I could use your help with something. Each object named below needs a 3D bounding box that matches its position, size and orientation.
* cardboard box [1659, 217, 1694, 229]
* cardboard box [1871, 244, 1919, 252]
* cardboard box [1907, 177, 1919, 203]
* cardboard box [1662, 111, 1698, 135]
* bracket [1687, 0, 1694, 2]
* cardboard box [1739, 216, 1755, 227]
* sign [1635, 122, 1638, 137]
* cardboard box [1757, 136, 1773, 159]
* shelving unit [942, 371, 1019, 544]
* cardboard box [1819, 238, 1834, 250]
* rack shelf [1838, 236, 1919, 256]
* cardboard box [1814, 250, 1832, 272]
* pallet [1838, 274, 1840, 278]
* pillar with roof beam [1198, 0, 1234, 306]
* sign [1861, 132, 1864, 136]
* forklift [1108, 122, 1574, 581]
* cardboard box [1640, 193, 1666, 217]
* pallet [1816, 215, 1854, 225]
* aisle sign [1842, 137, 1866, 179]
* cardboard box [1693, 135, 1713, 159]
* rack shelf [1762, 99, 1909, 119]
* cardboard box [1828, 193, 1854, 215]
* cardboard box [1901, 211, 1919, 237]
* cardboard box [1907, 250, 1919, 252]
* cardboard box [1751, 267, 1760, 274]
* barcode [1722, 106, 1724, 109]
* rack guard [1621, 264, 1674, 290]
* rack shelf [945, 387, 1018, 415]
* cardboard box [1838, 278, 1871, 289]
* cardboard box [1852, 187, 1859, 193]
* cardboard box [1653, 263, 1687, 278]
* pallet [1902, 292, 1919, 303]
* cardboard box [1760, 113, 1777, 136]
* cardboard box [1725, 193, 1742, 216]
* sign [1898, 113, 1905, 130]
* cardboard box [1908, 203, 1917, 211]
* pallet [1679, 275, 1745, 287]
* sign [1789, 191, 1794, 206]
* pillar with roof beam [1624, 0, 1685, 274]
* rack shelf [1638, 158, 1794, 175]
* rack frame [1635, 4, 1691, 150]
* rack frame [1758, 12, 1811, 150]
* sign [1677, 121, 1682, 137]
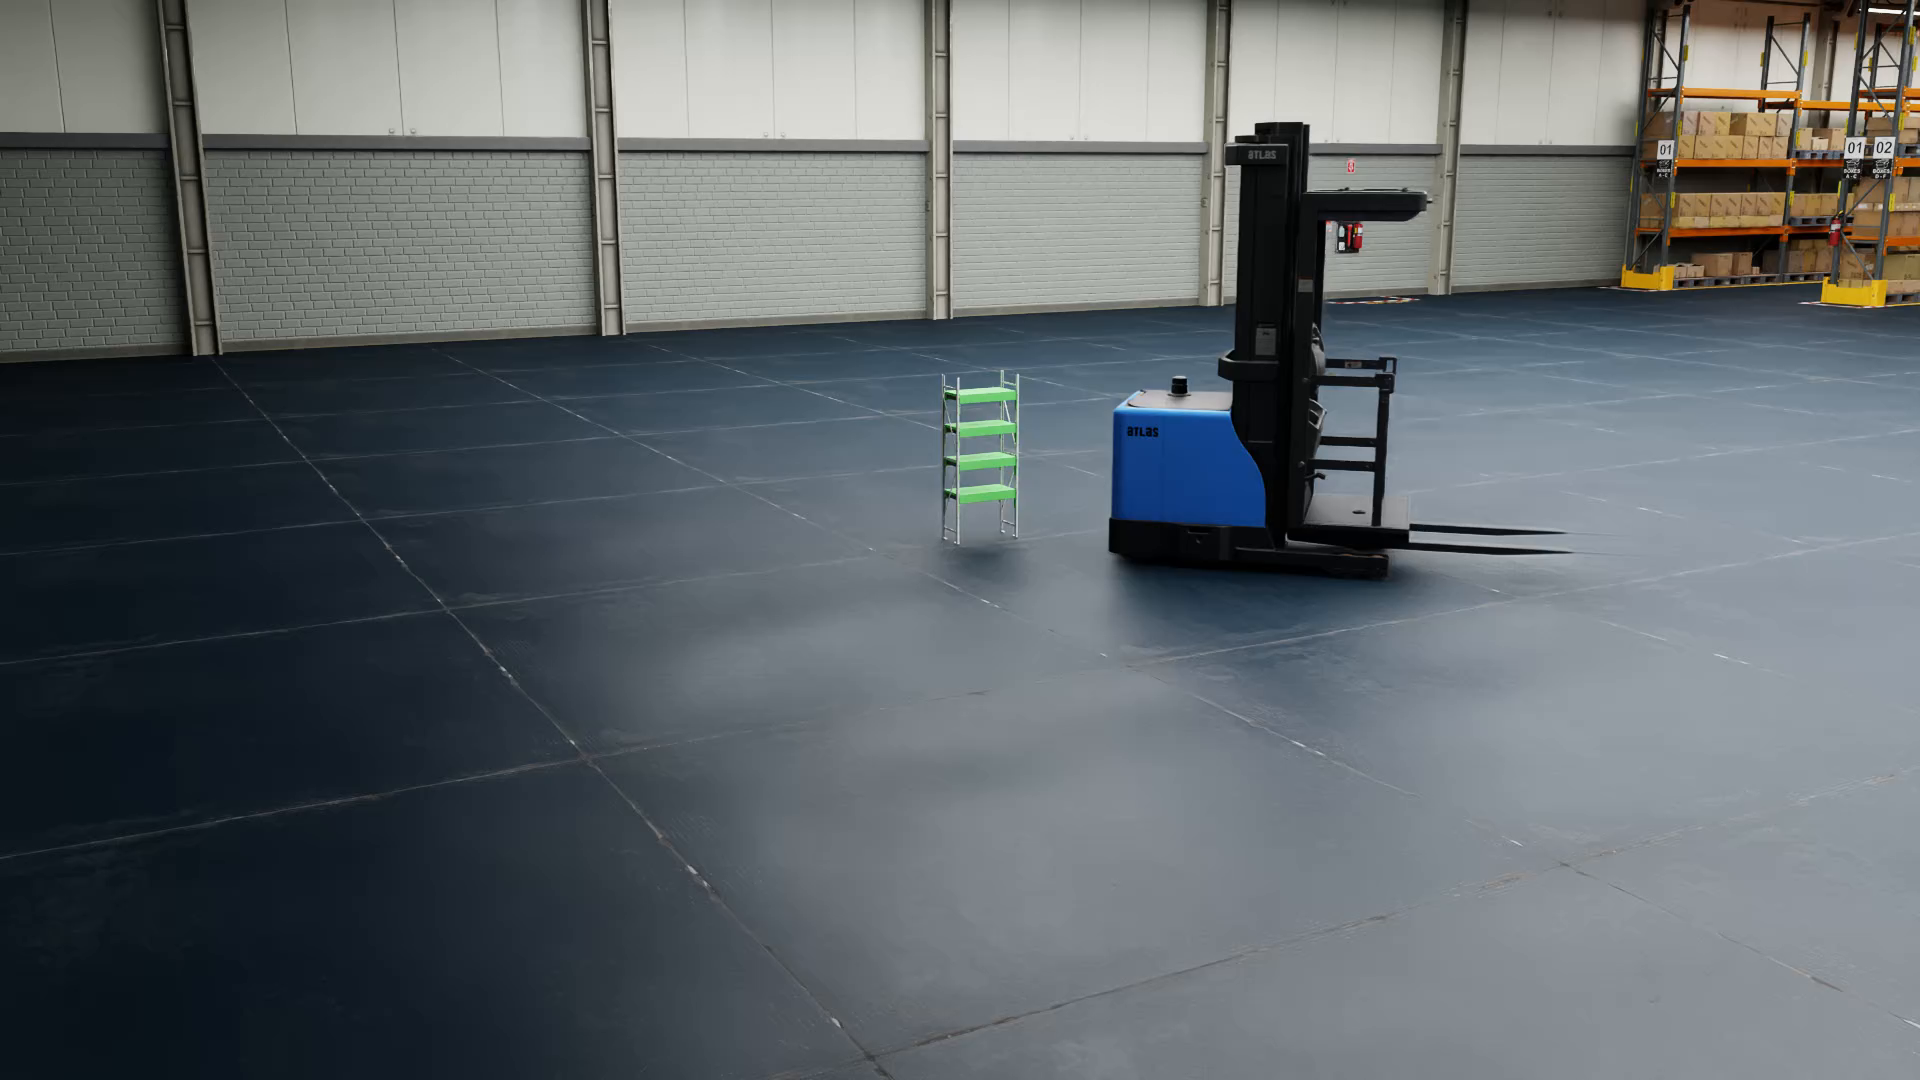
[{"bbox_3d":[15.810,-6.999,36.671,0.500,0.250,0.500,-7,15,-29],"label":"cardboard box"},{"bbox_3d":[22.960,-7.122,40.862,0.750,0.750,0.750,-7,14,-29],"label":"cardboard box"},{"bbox_3d":[18.528,-6.908,32.789,0.500,0.500,0.700,-7,15,-29],"label":"cardboard box"},{"bbox_3d":[15.684,-9.075,36.220,0.500,0.500,0.500,-8,15,-32],"label":"cardboard box"},{"bbox_3d":[15.964,-11.970,36.605,0.430,0.232,0.235,-7,14,-28],"label":"bracket"},{"bbox_3d":[17.595,-7.214,37.630,0.500,0.250,0.500,-7,14,-28],"label":"cardboard box"},{"bbox_3d":[14.981,-9.076,36.759,0.005,0.325,0.100,-7,14,-28],"label":"sign"},{"bbox_3d":[17.966,-8.863,37.555,0.500,0.500,0.500,-8,15,-33],"label":"cardboard box"},{"bbox_3d":[0.145,-0.603,12.055,0.503,1.200,0.258,-7,14,-28],"label":"shelving unit"},{"bbox_3d":[20.665,-7.086,39.745,0.500,0.250,0.500,-7,14,-28],"label":"cardboard box"},{"bbox_3d":[19.362,-5.977,33.474,4.000,0.370,1.077,-7,14,-28],"label":"rack shelf"},{"bbox_3d":[20.275,-6.678,39.643,0.500,0.500,0.700,-7,14,-27],"label":"cardboard box"},{"bbox_3d":[21.565,-6.471,40.382,1.213,0.211,1.003,-7,14,-28],"label":"pallet"},{"bbox_3d":[6.960,-8.147,27.814,0.400,9.000,9.100,-7,14,-28],"label":"pillar with roof beam"},{"bbox_3d":[21.993,-9.775,40.524,0.005,0.325,0.100,-7,14,-28],"label":"sign"},{"bbox_3d":[2.599,-1.293,11.179,3.031,2.935,1.130,3,13,15],"label":"forklift"},{"bbox_3d":[15.542,-7.465,37.035,0.500,0.500,0.500,-7,14,-28],"label":"cardboard box"},{"bbox_3d":[20.534,-7.604,39.501,1.213,0.211,1.003,-7,14,-28],"label":"pallet"},{"bbox_3d":[17.408,-7.436,32.396,0.004,0.787,0.394,-7,14,-28],"label":"aisle sign"},{"bbox_3d":[16.131,-8.630,36.521,0.500,0.500,0.500,-6,14,-24],"label":"cardboard box"},{"bbox_3d":[20.496,-10.084,38.969,4.000,0.370,1.077,-7,14,-28],"label":"rack shelf"},{"bbox_3d":[20.761,-7.990,39.551,0.500,0.500,0.700,-7,14,-28],"label":"cardboard box"},{"bbox_3d":[18.481,-6.269,32.906,0.500,0.500,0.700,-6,14,-26],"label":"cardboard box"},{"bbox_3d":[19.683,-5.674,34.087,0.500,0.500,0.500,-7,14,-28],"label":"cardboard box"},{"bbox_3d":[18.285,-6.263,38.557,0.250,0.166,0.380,-9,16,-35],"label":"cardboard box"},{"bbox_3d":[17.315,-9.819,37.751,0.075,0.075,0.001,-7,14,-28],"label":"barcode"},{"bbox_3d":[15.296,-5.860,37.011,0.348,0.500,1.175,-7,14,-28],"label":"rack guard"},{"bbox_3d":[0.145,-1.009,11.963,0.480,0.148,0.258,-7,14,-28],"label":"rack shelf"},{"bbox_3d":[17.936,-5.094,33.220,0.500,0.250,0.500,-7,14,-28],"label":"cardboard box"},{"bbox_3d":[21.688,-8.415,39.960,0.250,0.149,0.380,-10,16,-37],"label":"cardboard box"},{"bbox_3d":[15.880,-6.030,37.194,0.500,0.311,0.500,-9,15,-34],"label":"cardboard box"},{"bbox_3d":[19.327,-4.973,33.726,1.213,0.211,1.003,-7,14,-28],"label":"pallet"},{"bbox_3d":[17.952,-9.337,37.385,0.500,0.500,0.500,-6,14,-25],"label":"cardboard box"},{"bbox_3d":[17.135,-7.526,37.308,0.500,0.500,0.500,-6,14,-26],"label":"cardboard box"},{"bbox_3d":[17.867,-7.938,31.548,0.005,0.325,0.100,-7,14,-28],"label":"sign"},{"bbox_3d":[18.504,-6.537,32.618,0.250,0.149,0.380,-7,14,-28],"label":"cardboard box"},{"bbox_3d":[17.096,-5.926,37.958,1.213,0.211,1.003,-7,14,-28],"label":"pallet"},{"bbox_3d":[19.007,-7.811,38.014,0.005,0.325,0.100,-7,14,-28],"label":"sign"},{"bbox_3d":[17.492,-9.409,33.423,0.548,9.000,9.100,-7,14,-28],"label":"pillar with roof beam"},{"bbox_3d":[16.985,-8.395,37.385,4.000,0.370,1.077,-7,14,-28],"label":"rack shelf"},{"bbox_3d":[15.230,-9.999,36.042,0.127,3.000,1.000,-7,14,-28],"label":"rack frame"},{"bbox_3d":[18.741,-10.419,37.912,0.127,3.000,1.000,-7,14,-28],"label":"rack frame"},{"bbox_3d":[15.490,-8.857,35.811,0.005,0.325,0.100,-7,14,-28],"label":"sign"}]
